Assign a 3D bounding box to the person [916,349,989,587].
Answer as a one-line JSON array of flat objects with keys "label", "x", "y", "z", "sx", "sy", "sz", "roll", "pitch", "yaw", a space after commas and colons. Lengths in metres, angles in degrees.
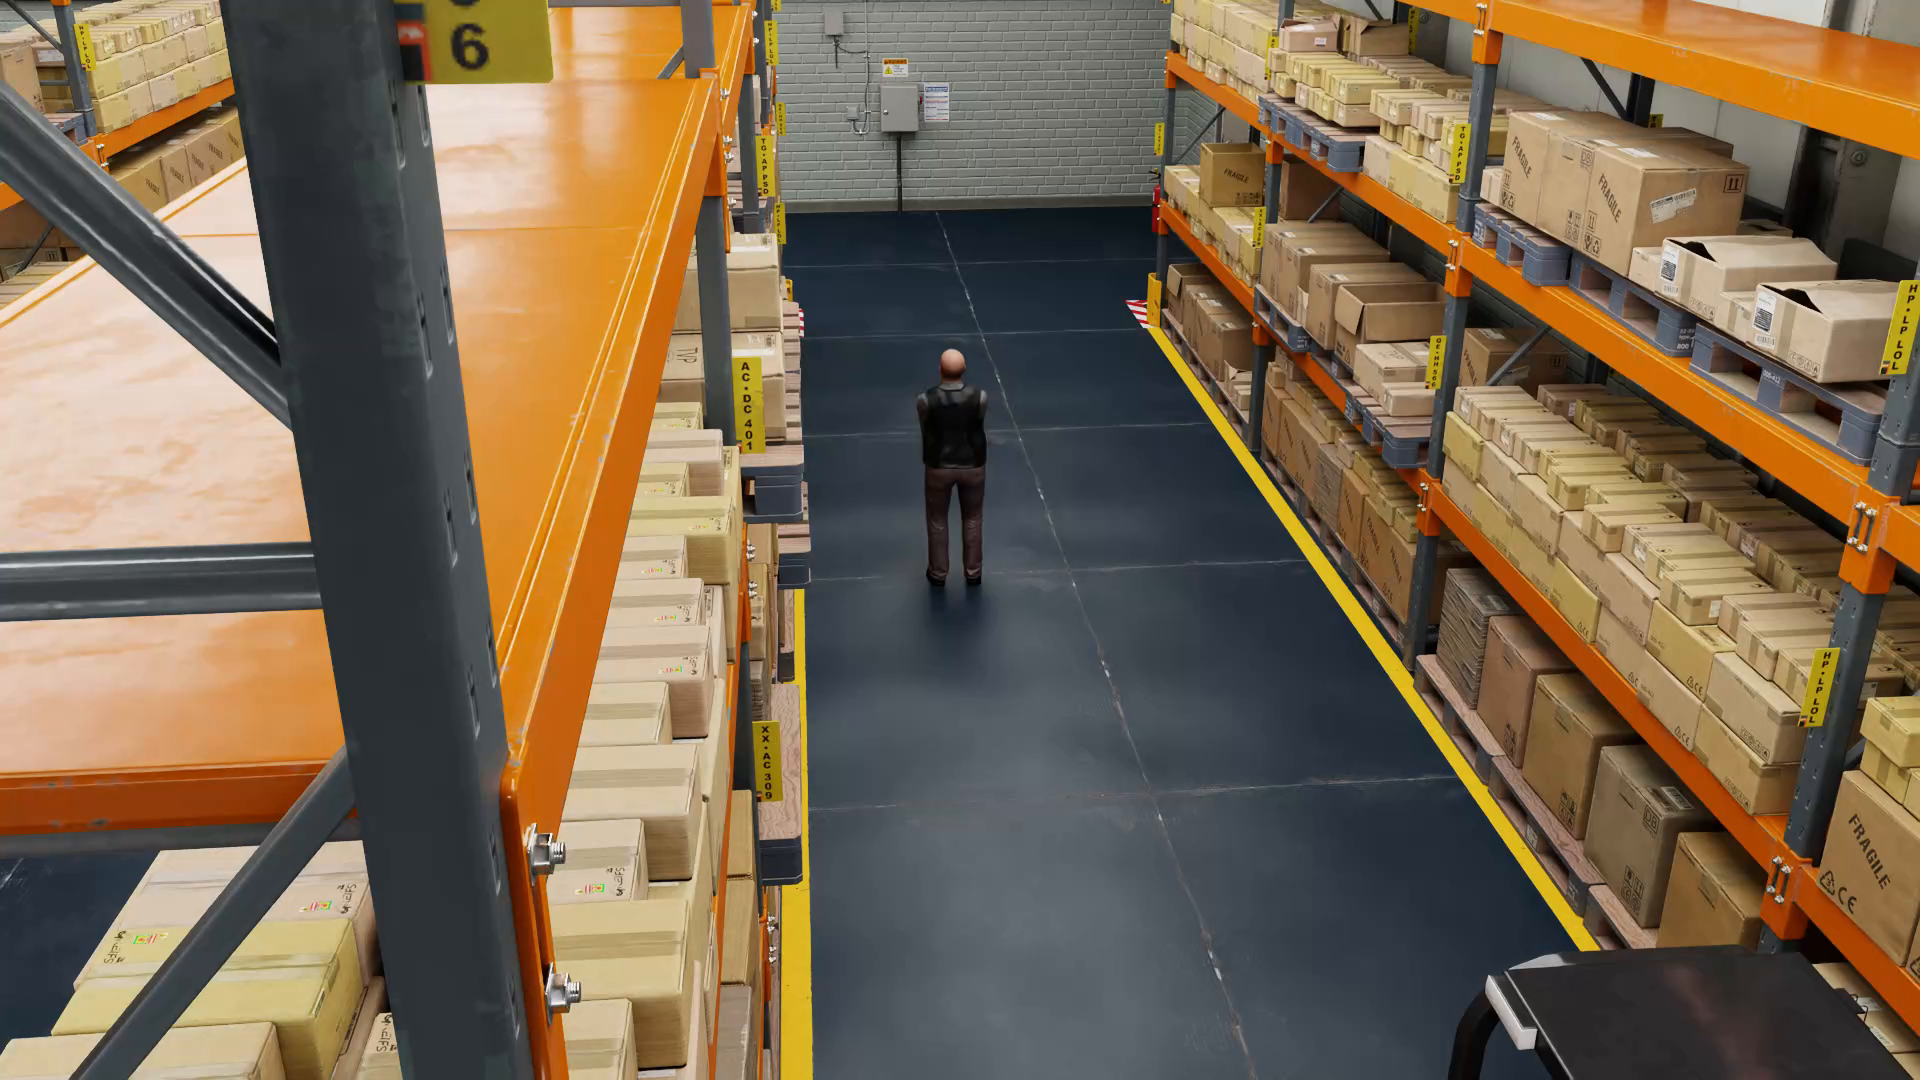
[{"label": "person", "x": -0.061, "y": -0.537, "z": 11.595, "sx": 0.495, "sy": 1.718, "sz": 0.555, "roll": -2, "pitch": 24, "yaw": -5}]
